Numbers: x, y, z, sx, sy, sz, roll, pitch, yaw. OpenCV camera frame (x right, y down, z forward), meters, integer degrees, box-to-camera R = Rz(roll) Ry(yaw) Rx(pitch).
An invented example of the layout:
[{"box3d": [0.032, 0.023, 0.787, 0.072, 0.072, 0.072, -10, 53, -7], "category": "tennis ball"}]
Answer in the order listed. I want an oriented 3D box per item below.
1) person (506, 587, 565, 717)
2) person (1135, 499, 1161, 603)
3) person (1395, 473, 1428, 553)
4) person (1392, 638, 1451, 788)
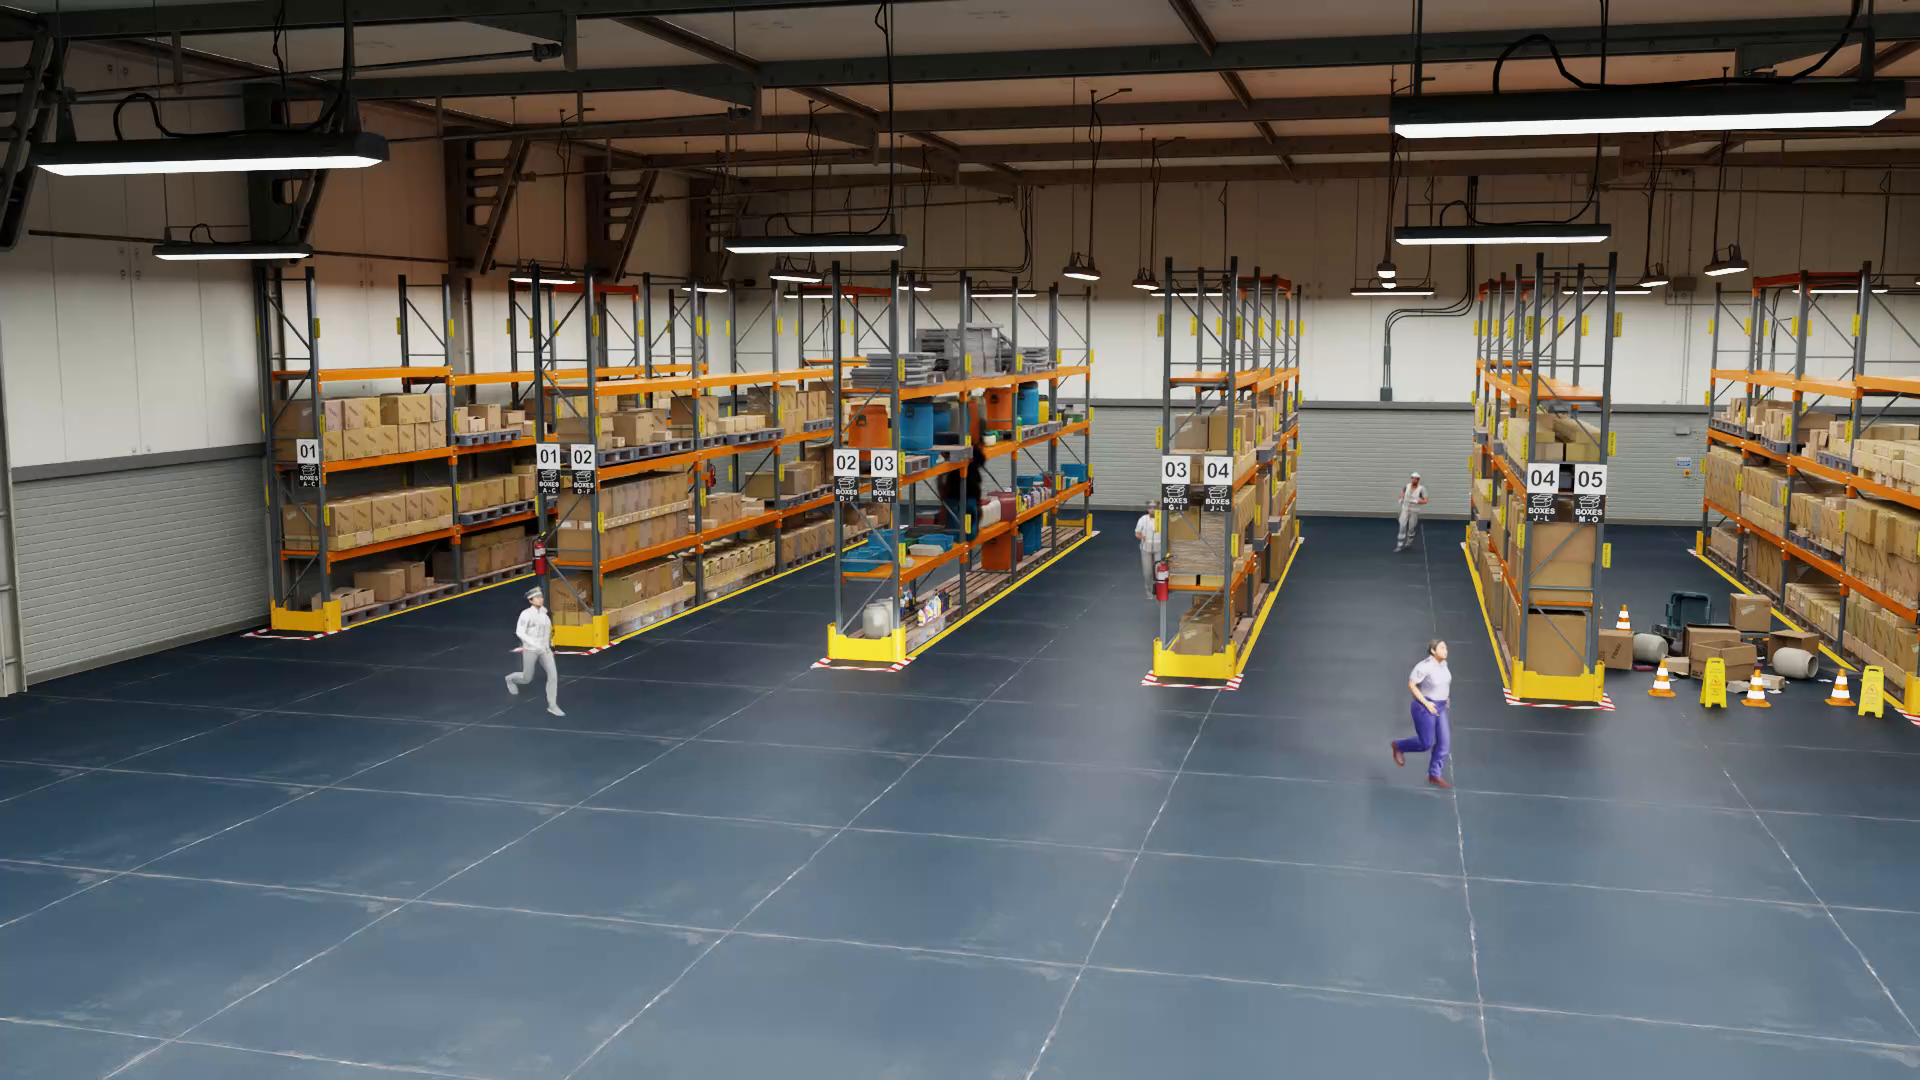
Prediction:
[{"box3d": [-5.570, 1.445, 21.775, 1.018, 1.689, 0.593, 6, 9, 38], "category": "person"}, {"box3d": [3.359, 0.208, 28.898, 0.648, 1.829, 0.613, 1, 7, 7], "category": "person"}, {"box3d": [10.245, -0.634, 37.579, 0.683, 1.790, 0.932, 4, 8, 31], "category": "person"}, {"box3d": [5.188, 1.892, 18.480, 0.630, 1.618, 0.757, -6, 9, -40], "category": "person"}]
